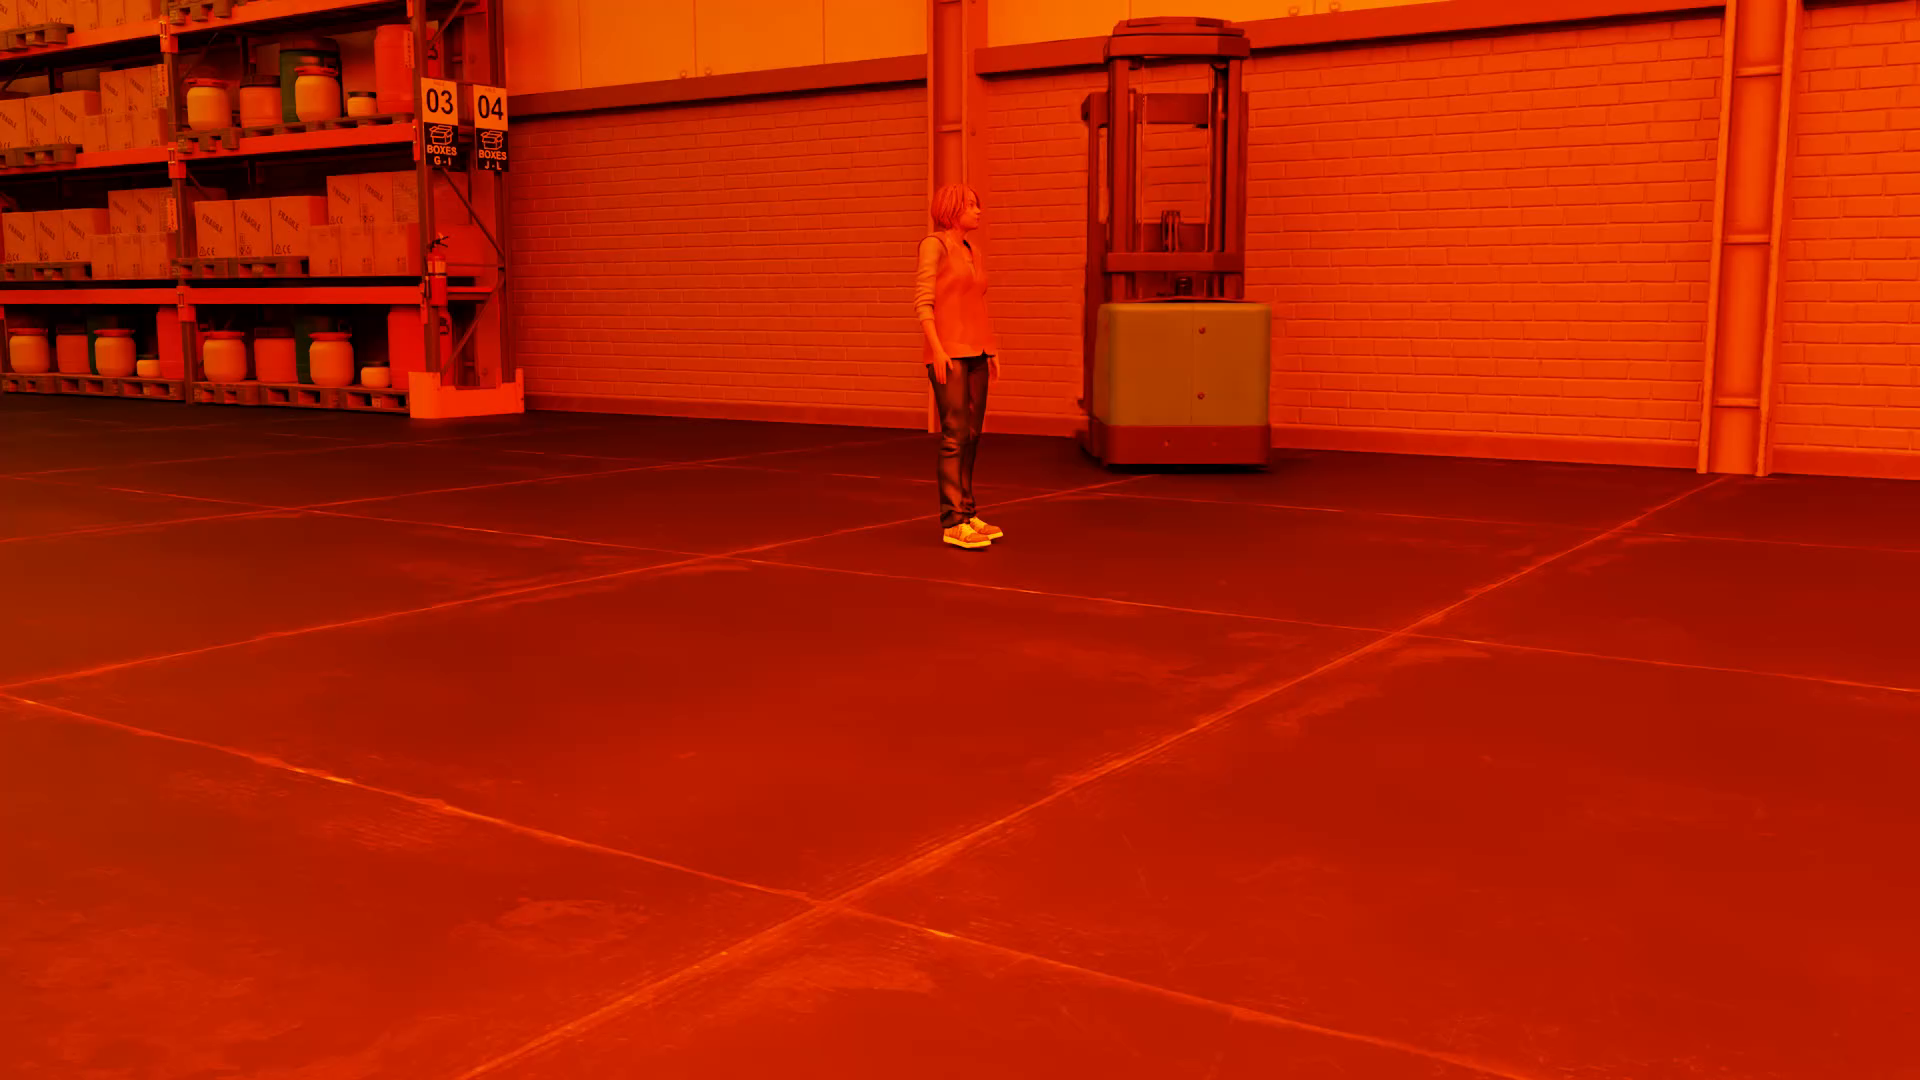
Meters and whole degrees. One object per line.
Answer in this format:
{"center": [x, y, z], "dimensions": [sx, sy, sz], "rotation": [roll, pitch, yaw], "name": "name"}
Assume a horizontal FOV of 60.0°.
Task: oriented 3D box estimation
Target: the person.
{"center": [0.054, -0.790, 7.437], "dimensions": [0.474, 1.597, 0.520], "rotation": [5, 10, 34], "name": "person"}

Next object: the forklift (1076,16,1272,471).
{"center": [1.421, -2.071, 11.754], "dimensions": [1.130, 2.935, 3.031], "rotation": [0, 8, -1], "name": "forklift"}
